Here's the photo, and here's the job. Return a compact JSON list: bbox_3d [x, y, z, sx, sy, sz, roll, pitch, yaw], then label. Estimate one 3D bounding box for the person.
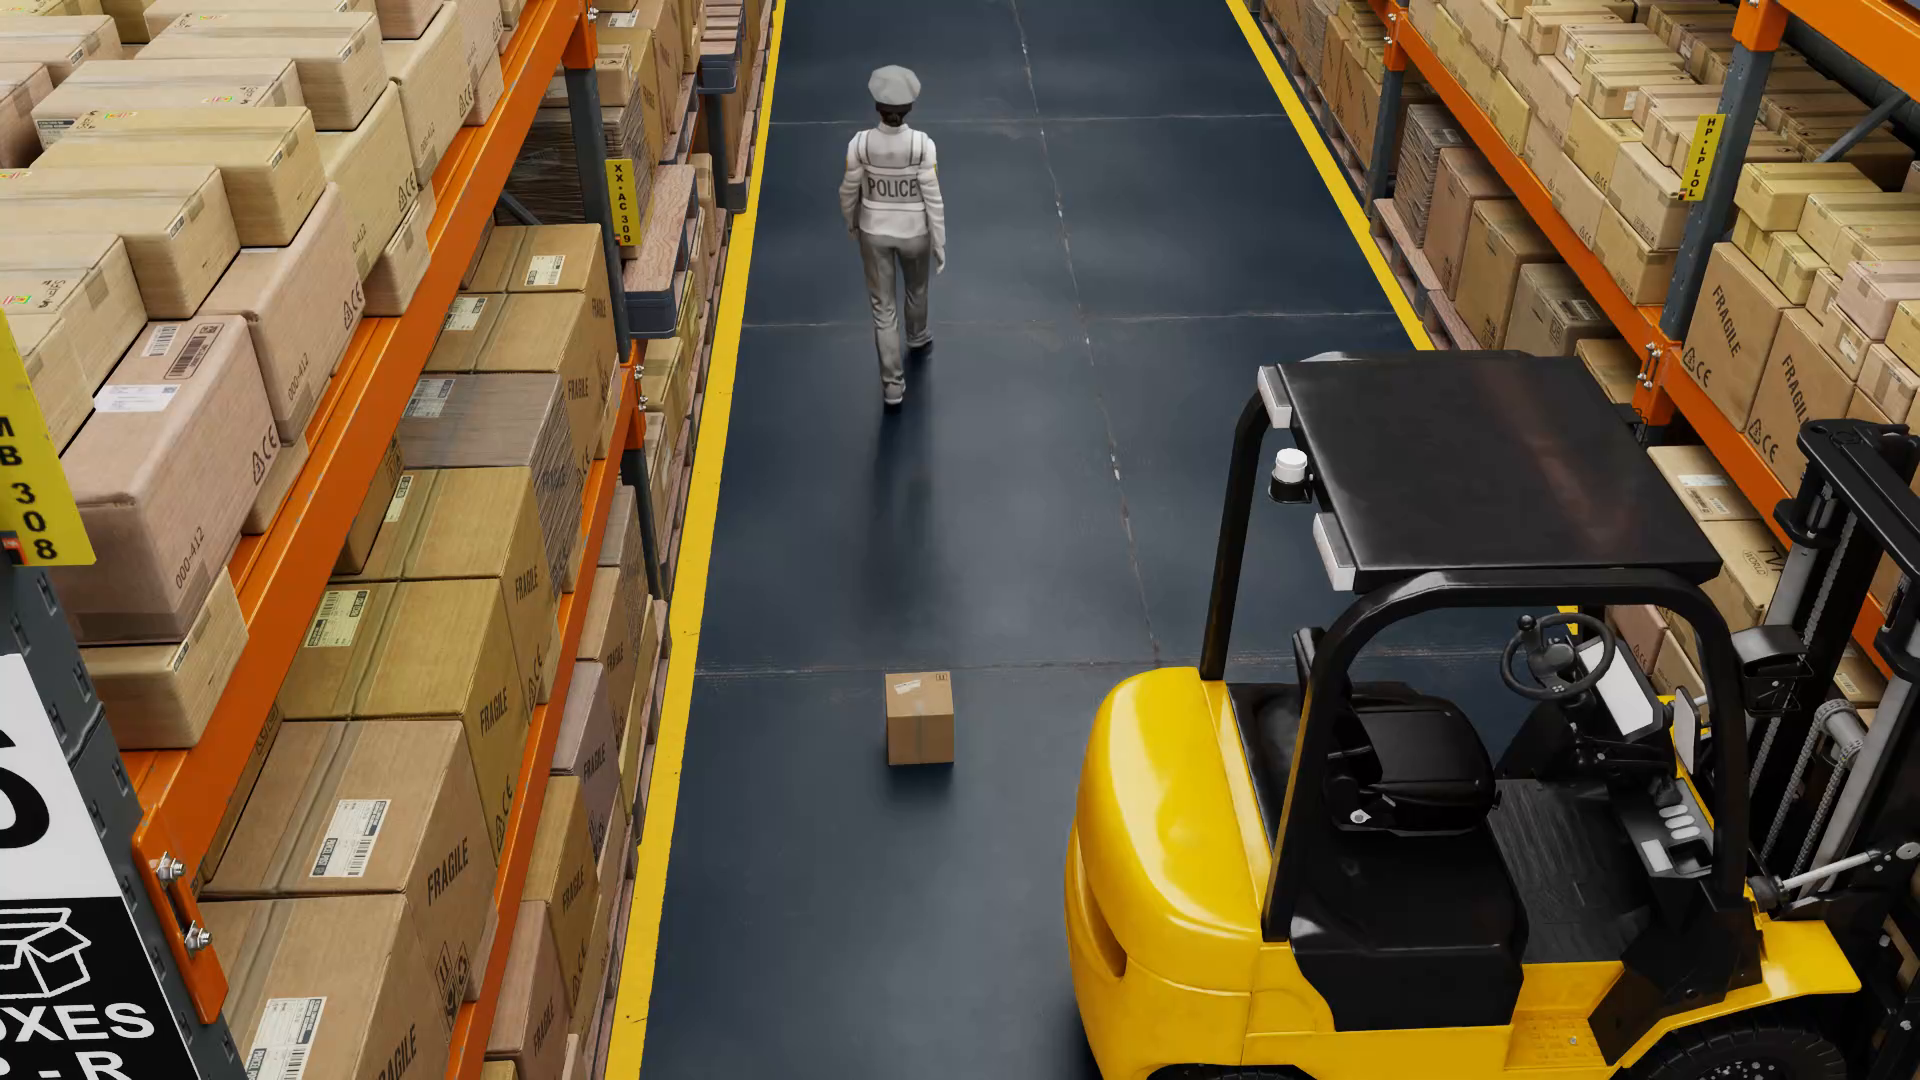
[{"bbox_3d":[-0.337,-1.575,8.323,0.520,1.672,0.858,-1,35,-2],"label":"person"}]
